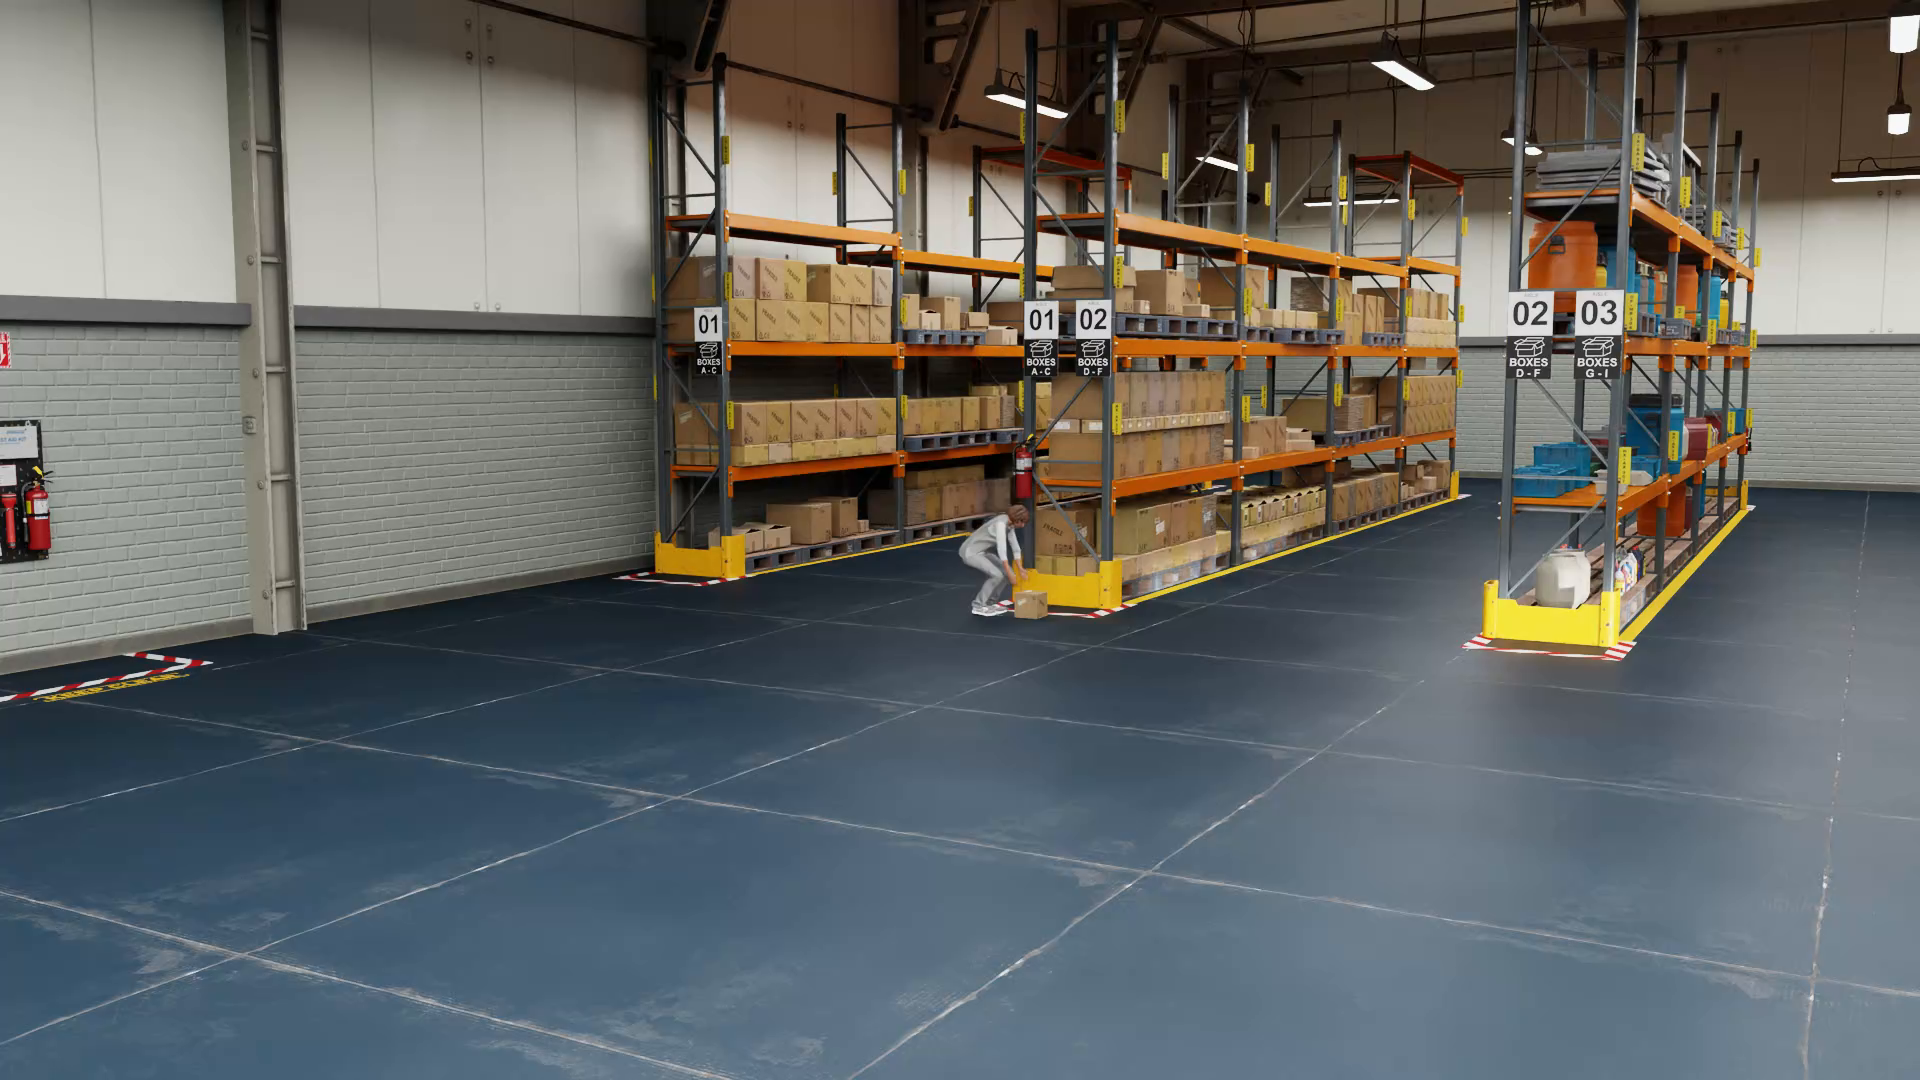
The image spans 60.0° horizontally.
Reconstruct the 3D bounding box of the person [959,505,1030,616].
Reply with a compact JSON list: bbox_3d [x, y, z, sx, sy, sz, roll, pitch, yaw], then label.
[{"bbox_3d":[0.360,0.196,16.944,0.736,1.130,0.463,3,7,24],"label":"person"}]
